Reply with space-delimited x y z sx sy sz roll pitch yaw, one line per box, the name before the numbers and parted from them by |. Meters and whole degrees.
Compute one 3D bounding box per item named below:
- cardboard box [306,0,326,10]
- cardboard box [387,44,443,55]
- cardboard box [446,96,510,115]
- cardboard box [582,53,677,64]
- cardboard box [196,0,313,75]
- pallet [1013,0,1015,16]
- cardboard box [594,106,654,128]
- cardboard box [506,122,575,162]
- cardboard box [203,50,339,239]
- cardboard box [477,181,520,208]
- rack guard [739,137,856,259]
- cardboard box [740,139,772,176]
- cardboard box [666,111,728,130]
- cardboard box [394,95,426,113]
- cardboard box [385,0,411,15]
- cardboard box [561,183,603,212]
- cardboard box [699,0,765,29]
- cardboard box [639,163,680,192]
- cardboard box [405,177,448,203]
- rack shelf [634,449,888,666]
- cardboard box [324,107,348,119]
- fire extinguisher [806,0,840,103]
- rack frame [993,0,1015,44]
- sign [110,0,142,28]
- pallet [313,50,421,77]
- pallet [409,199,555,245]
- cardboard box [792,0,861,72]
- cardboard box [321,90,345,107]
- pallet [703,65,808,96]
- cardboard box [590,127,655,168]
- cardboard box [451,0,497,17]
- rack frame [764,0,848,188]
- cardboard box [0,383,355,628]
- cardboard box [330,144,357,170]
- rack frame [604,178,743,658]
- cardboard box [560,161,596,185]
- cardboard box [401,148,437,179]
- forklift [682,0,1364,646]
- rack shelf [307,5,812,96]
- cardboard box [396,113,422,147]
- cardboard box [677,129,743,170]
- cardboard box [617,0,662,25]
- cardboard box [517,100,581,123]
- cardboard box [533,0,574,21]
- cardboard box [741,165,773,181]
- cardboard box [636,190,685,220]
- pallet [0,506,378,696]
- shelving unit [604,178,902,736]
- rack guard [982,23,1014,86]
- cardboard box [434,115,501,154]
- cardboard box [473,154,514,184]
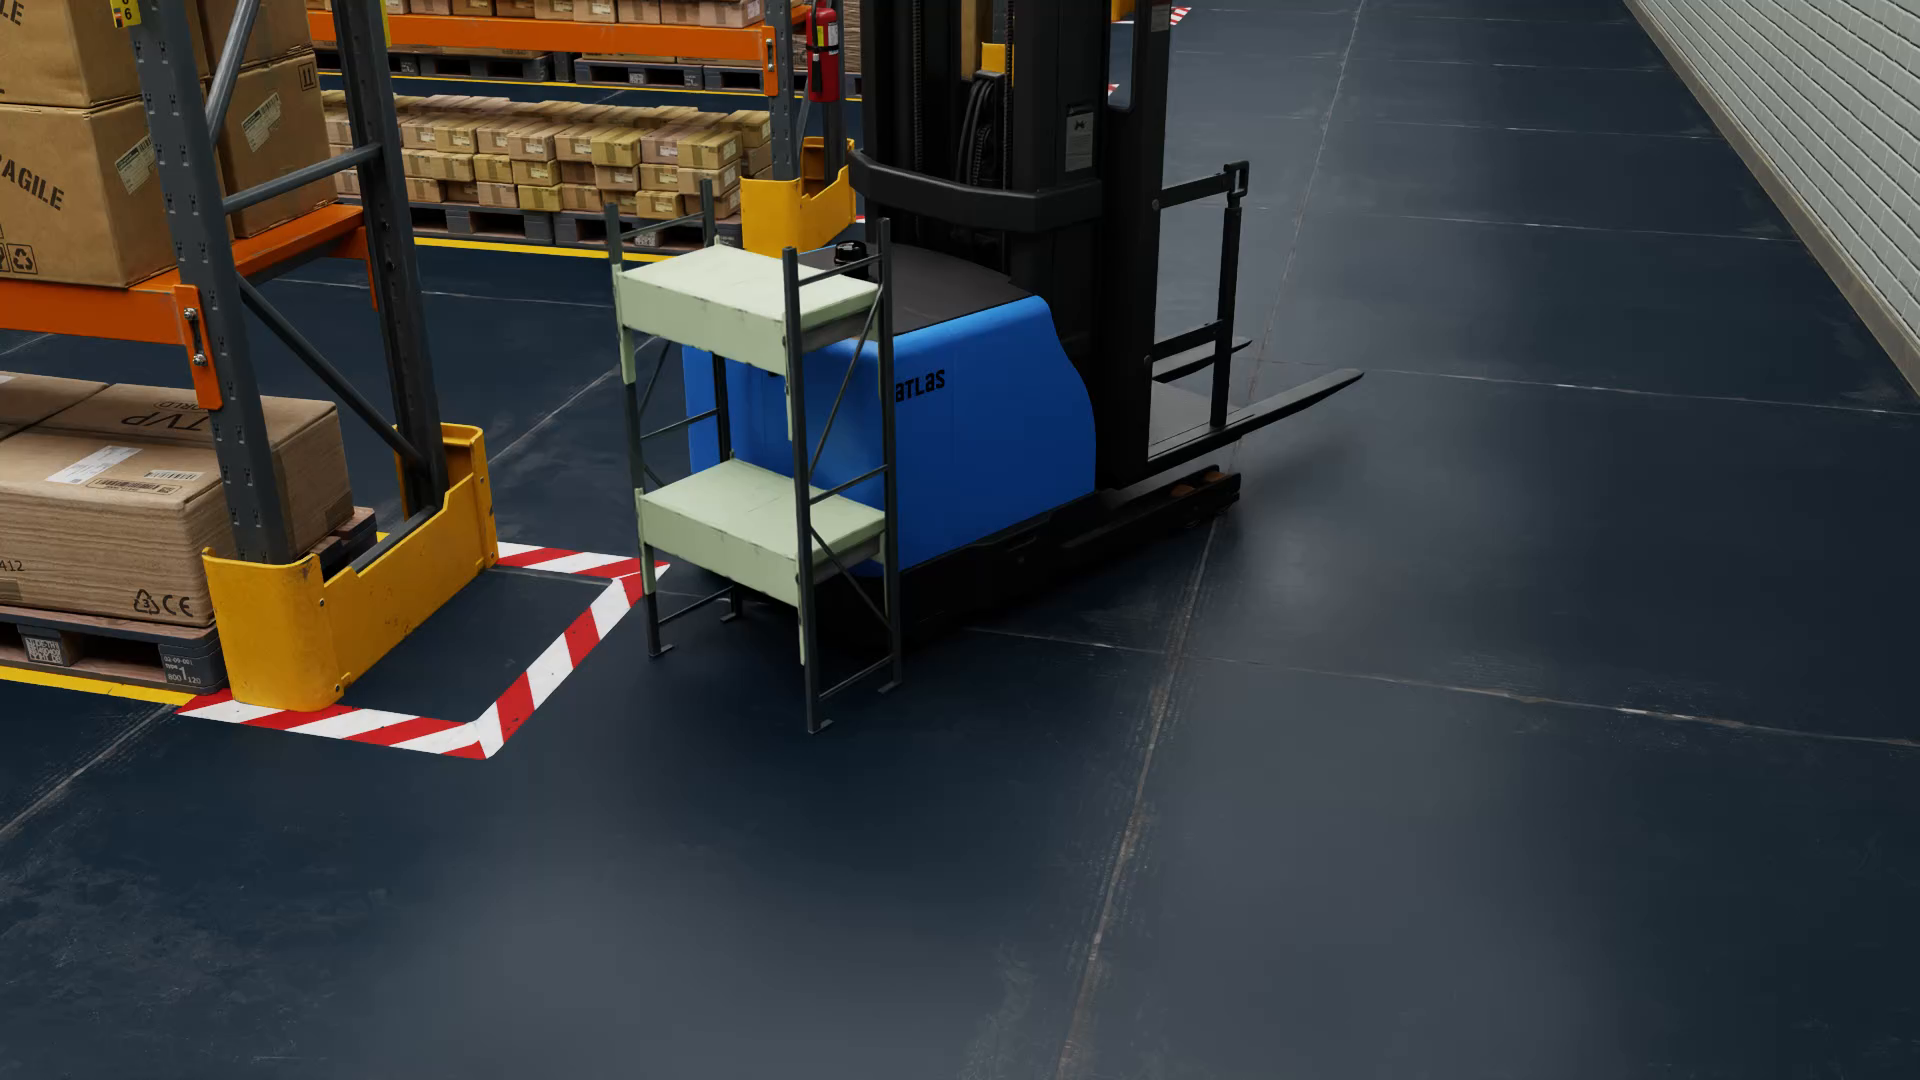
cardboard box | -3.756 -3.265 9.910 0.250 0.149 0.380 5 26 11
cardboard box | -4.908 -5.019 15.287 0.875 0.875 1.225 5 26 11
cardboard box | -3.060 -2.712 10.593 0.250 0.149 0.380 5 26 11
cardboard box | -2.798 -4.760 14.742 0.875 0.875 0.875 6 26 13
cardboard box | -2.406 -1.746 5.149 0.500 0.500 0.500 6 26 12
pallet | 0.901 -6.113 18.844 1.213 0.211 1.003 6 26 13
cardboard box | -2.069 -2.572 10.298 0.250 0.149 0.380 5 26 10
cardboard box | -2.473 -2.359 9.851 0.250 0.149 0.380 7 26 15
cardboard box | -2.405 -1.296 5.366 0.500 0.500 0.500 6 26 13
cardboard box | -2.712 -2.133 10.068 0.250 0.149 0.380 7 26 14
rack guard | -0.950 -2.031 9.934 0.348 0.500 1.175 6 26 13
cardboard box | -1.320 -2.351 10.181 0.250 0.149 0.380 7 26 15
cardboard box | -1.597 -2.499 10.146 0.250 0.149 0.380 7 26 14
cardboard box | -3.609 -2.726 10.623 0.250 0.149 0.380 7 26 15
cardboard box | -3.270 -3.179 9.730 0.250 0.149 0.380 7 26 15
cardboard box | -2.190 -2.094 9.987 0.250 0.149 0.380 7 26 14
cardboard box | -1.263 -2.955 9.260 0.250 0.149 0.380 6 26 13
cardboard box | -1.699 -2.176 9.813 0.250 0.149 0.380 6 26 12
cardboard box | -3.211 -2.187 10.183 0.250 0.149 0.380 6 26 12
rack shelf | -0.605 0.036 5.182 0.720 0.370 0.431 20 32 36
cardboard box | -3.959 -2.567 10.288 0.250 0.149 0.380 6 26 12
fire extinguisher | -0.748 -2.729 9.016 0.183 0.674 0.296 6 26 13
rack frame | 0.456 -5.205 13.694 0.127 3.000 1.000 6 26 13
sign | -2.160 -1.485 4.257 0.005 0.325 0.100 6 26 13
pallet | -5.369 -4.556 15.573 1.213 0.211 1.003 6 26 13
pallet | -2.906 -2.134 10.486 1.213 0.211 1.003 6 26 13
cardboard box | -1.065 -4.568 14.339 0.875 0.875 0.875 6 26 13
cardboard box | -4.084 -2.810 10.799 0.250 0.149 0.380 7 26 14
pallet | -1.515 -4.131 14.681 1.213 0.211 1.003 6 26 13
cardboard box | -1.964 -2.299 9.726 0.250 0.149 0.380 6 26 12
cardboard box | -2.750 -3.151 9.672 0.250 0.149 0.380 7 26 14
rack frame | -0.877 -3.151 9.380 0.127 3.000 1.000 6 26 13
cardboard box | -2.676 -0.142 5.550 0.875 0.438 0.875 5 26 11
cardboard box | -3.706 -2.413 10.312 0.250 0.149 0.380 5 26 10
rack frame | -0.886 -0.358 5.253 0.023 1.500 0.400 20 32 36
cardboard box | -2.197 -2.252 9.973 0.250 0.149 0.380 6 26 12
cardboard box | -3.217 -2.321 10.117 0.250 0.149 0.380 6 26 13
forklift | 0.449 -1.509 6.010 3.031 2.935 1.130 -22 33 -39
rack shelf | -2.814 -3.041 9.984 4.000 0.370 1.077 6 26 13
cardboard box | -3.475 -2.487 10.120 0.250 0.149 0.380 7 26 14
cardboard box | -1.453 -2.274 9.672 0.250 0.149 0.380 7 26 14
cardboard box | -1.741 -3.018 9.392 0.250 0.149 0.380 6 26 12
cardboard box | -2.579 -2.653 10.468 0.250 0.149 0.380 7 26 14
cardboard box | -2.242 -3.076 9.514 0.250 0.149 0.380 5 26 11
cardboard box | -1.304 -2.243 10.300 0.250 0.149 0.380 7 26 14
cardboard box | -1.713 -2.009 9.808 0.250 0.149 0.380 7 26 15
pallet | -2.806 0.126 5.739 1.213 0.211 1.003 6 26 13
shelving unit | -0.607 -0.257 5.040 0.755 1.500 0.431 20 32 36
rack guard | 0.480 -4.074 14.226 0.348 0.500 1.175 6 26 13
cardboard box | -2.962 -2.450 10.042 0.250 0.149 0.380 6 26 13
cardboard box | -2.711 -2.266 10.002 0.250 0.149 0.380 8 27 16
